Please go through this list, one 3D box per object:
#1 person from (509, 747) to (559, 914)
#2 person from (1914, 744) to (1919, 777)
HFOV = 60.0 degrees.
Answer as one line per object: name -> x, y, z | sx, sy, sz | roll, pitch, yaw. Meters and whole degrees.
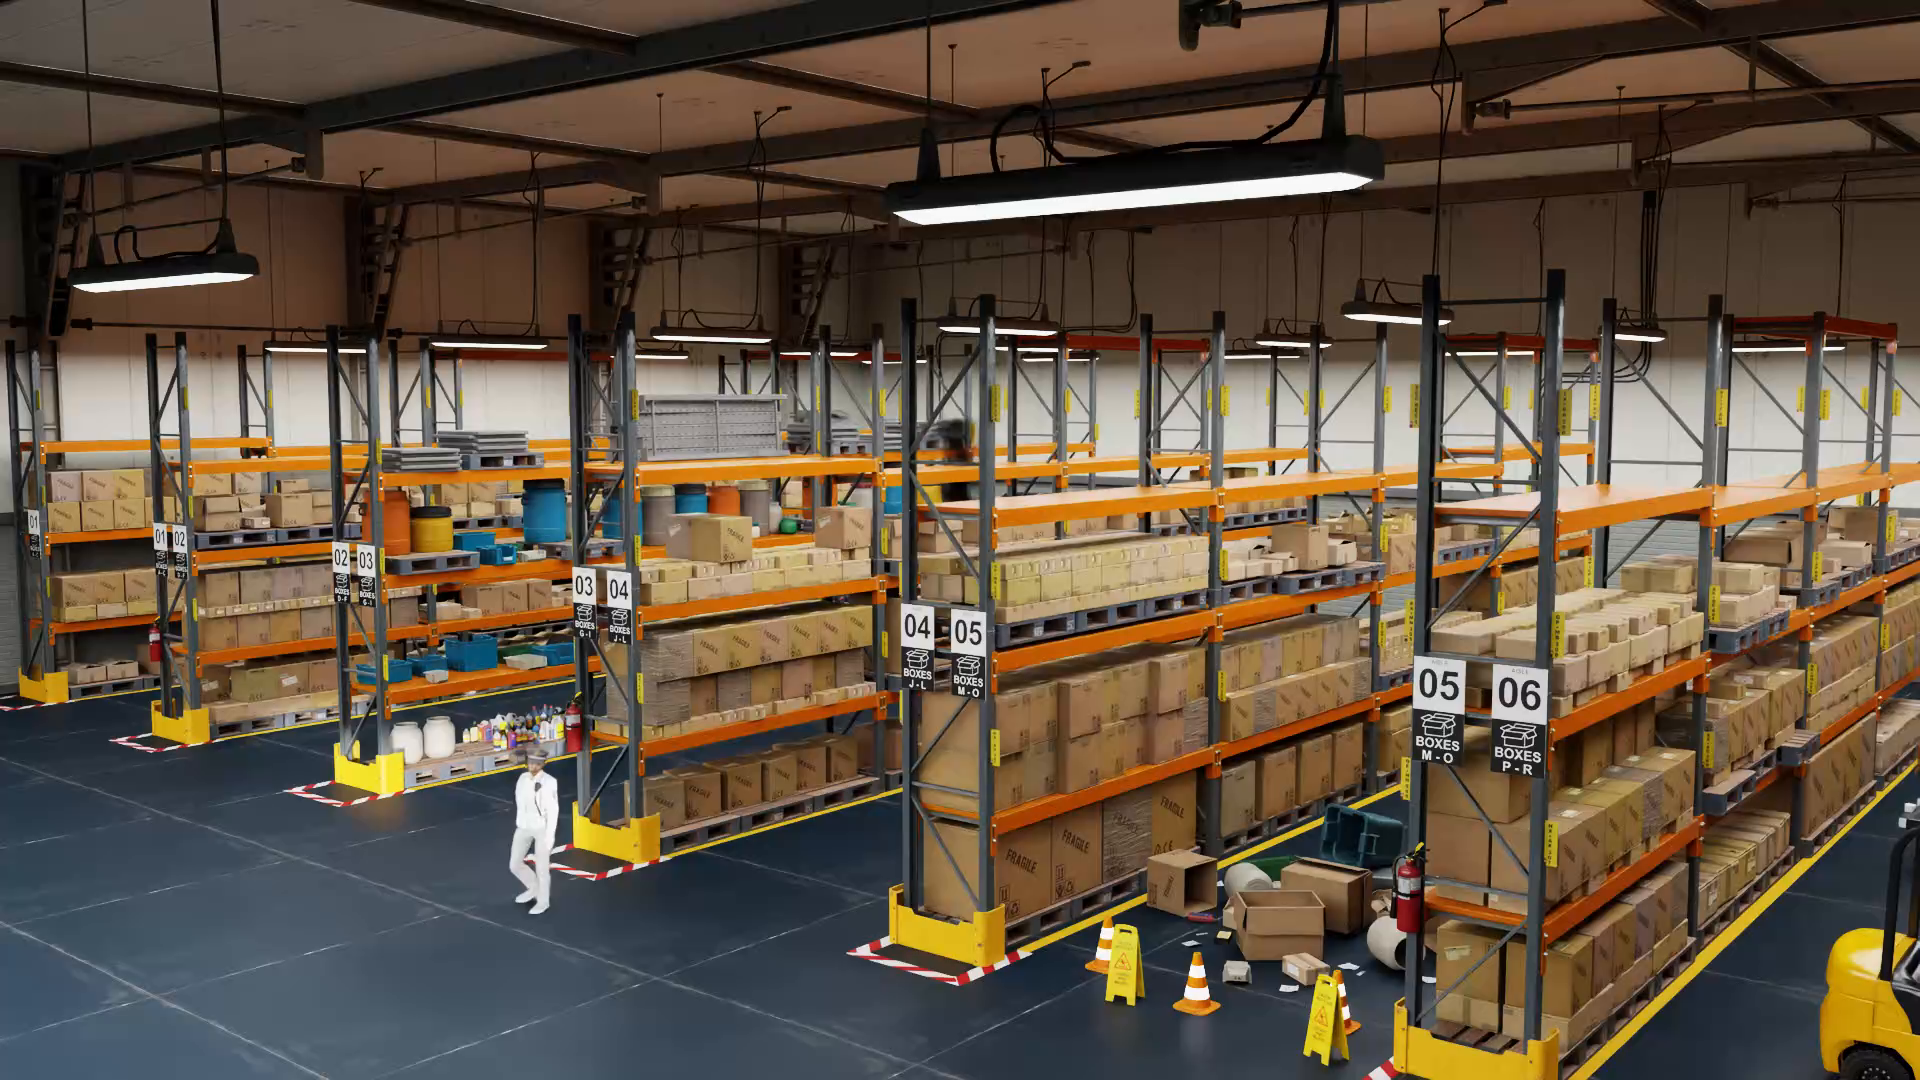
person -> -4.188, 2.851, 16.409 | 0.562, 1.665, 0.442 | 2, 5, 19
person -> 10.973, 2.693, 18.524 | 0.601, 1.640, 0.945 | 3, 6, 34
